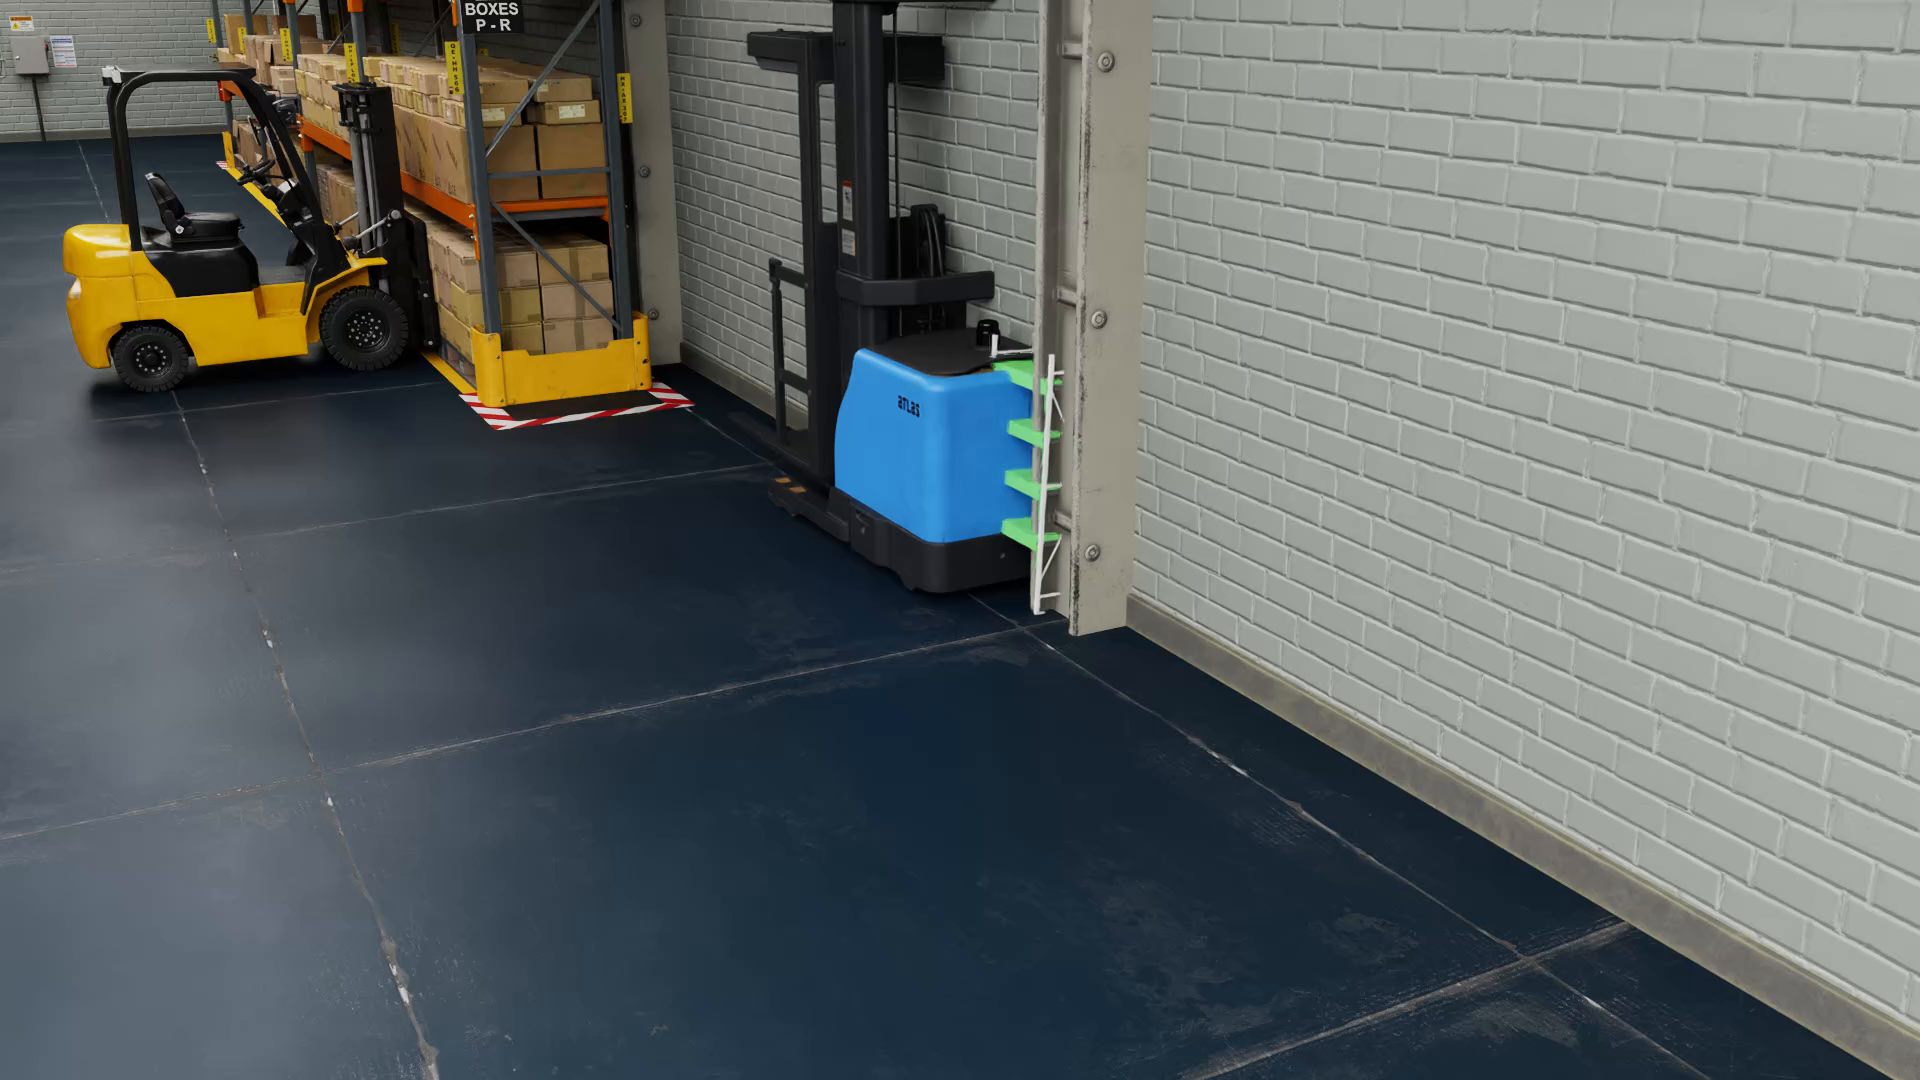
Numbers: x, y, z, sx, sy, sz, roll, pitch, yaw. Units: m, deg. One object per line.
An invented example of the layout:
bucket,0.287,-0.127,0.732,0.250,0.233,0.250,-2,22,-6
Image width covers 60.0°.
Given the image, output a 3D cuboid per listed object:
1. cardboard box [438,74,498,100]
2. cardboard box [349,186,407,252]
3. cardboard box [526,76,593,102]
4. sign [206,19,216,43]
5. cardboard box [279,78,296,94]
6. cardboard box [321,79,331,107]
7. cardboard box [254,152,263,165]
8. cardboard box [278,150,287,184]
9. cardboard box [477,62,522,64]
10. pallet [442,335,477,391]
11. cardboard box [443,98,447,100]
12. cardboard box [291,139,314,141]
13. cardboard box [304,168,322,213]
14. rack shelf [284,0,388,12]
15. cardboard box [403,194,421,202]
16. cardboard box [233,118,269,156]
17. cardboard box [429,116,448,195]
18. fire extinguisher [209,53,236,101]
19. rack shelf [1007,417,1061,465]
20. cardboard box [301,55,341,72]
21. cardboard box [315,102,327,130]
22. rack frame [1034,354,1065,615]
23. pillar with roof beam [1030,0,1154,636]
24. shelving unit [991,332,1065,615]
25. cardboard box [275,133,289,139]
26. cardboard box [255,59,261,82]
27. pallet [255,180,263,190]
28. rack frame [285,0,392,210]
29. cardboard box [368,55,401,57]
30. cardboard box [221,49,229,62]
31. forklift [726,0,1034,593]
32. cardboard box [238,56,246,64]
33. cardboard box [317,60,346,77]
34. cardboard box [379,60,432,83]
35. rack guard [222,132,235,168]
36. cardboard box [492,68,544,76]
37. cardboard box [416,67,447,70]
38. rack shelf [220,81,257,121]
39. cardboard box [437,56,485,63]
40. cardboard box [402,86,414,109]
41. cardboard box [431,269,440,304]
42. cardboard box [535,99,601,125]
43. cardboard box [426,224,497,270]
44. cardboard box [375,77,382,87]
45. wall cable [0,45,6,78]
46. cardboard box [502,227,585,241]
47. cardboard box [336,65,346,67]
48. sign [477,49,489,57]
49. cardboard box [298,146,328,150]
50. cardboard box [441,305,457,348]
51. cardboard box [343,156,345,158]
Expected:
cardboard box,-3.408,-3.155,11.572,0.380,0.149,0.250,-9,21,-25
cardboard box,-5.279,-3.049,15.867,0.875,0.625,0.625,-10,22,-27
cardboard box,-2.732,-3.077,11.347,0.380,0.149,0.250,-10,22,-28
sign,-10.836,-7.371,24.068,0.100,0.325,0.005,-10,21,-27
cardboard box,-7.209,-4.959,18.144,0.380,0.149,0.250,-10,21,-26
cardboard box,-5.829,-4.310,15.987,0.500,0.250,0.500,-10,21,-26
cardboard box,-9.151,-5.021,22.131,0.396,0.266,0.258,-9,21,-25
cardboard box,-7.932,-4.446,20.105,0.500,0.500,0.500,-11,22,-28
cardboard box,-3.663,-3.678,13.089,0.380,0.149,0.250,-10,22,-27
pallet,-3.160,-1.348,12.214,1.003,0.211,1.213,-10,21,-27
cardboard box,-3.388,-3.016,11.625,0.380,0.149,0.250,-10,21,-26
cardboard box,-7.847,-4.712,19.883,0.380,0.149,0.250,-9,21,-25
cardboard box,-6.949,-3.855,18.392,0.500,0.500,0.500,-9,21,-25
rack shelf,-5.610,-5.253,15.762,1.077,0.370,4.000,-10,21,-27
cardboard box,-4.706,-2.785,14.143,0.500,0.250,0.500,-10,22,-27
cardboard box,-10.151,-5.874,24.240,0.797,0.503,0.637,-11,22,-29
cardboard box,-3.463,-2.751,11.853,0.500,0.500,0.500,-9,21,-25
fire extinguisher,-10.835,-6.804,24.441,0.296,0.674,0.183,-10,21,-27
rack shelf,0.358,-0.482,7.612,0.258,0.148,0.480,-7,20,-29
cardboard box,-6.539,-4.890,17.057,0.380,0.149,0.250,-9,21,-25
cardboard box,-6.078,-4.222,16.497,0.500,0.250,0.500,-11,22,-28
rack frame,0.470,-0.246,7.462,0.240,1.200,0.015,-7,20,-29
pillar with roof beam,-3.237,-3.239,4.223,9.100,9.000,0.400,-10,21,-27
shelving unit,0.350,-0.314,7.664,0.258,1.200,0.503,-7,20,-29
cardboard box,-8.323,-5.010,20.745,0.380,0.149,0.250,-11,22,-28
cardboard box,-8.137,-5.575,19.751,0.396,0.266,0.258,-9,21,-24
pallet,-8.784,-4.777,22.152,1.003,0.211,1.213,-10,21,-27
rack frame,-6.559,-4.750,17.798,1.000,3.000,0.127,-10,21,-27
cardboard box,-5.935,-4.900,17.085,0.380,0.149,0.250,-10,21,-27
cardboard box,-10.140,-6.799,23.511,0.500,0.250,0.500,-10,21,-26
forklift,-0.408,-1.574,8.699,1.130,2.935,3.031,-10,22,-27
cardboard box,-9.166,-6.218,21.825,0.500,0.250,0.500,-10,21,-26
cardboard box,-6.045,-4.598,16.209,0.380,0.149,0.250,-9,21,-26
cardboard box,-4.405,-3.736,13.255,0.380,0.149,0.250,-9,21,-25
rack guard,-10.322,-5.843,24.797,1.175,0.500,0.348,-10,21,-27
cardboard box,-3.216,-3.376,12.213,0.380,0.149,0.250,-9,21,-25
cardboard box,-3.849,-3.457,12.448,0.380,0.149,0.250,-10,21,-26
rack shelf,-9.408,-6.132,22.906,1.077,0.370,4.000,-10,21,-27
cardboard box,-4.160,-3.973,13.942,0.380,0.149,0.250,-11,22,-28
cardboard box,-4.023,-3.376,12.669,0.380,0.149,0.250,-10,22,-28
cardboard box,-3.759,-1.970,12.547,0.500,0.250,0.500,-11,22,-28
cardboard box,-2.693,-2.945,11.419,0.380,0.149,0.250,-11,22,-28
cardboard box,-3.750,-2.197,12.440,0.500,0.250,0.500,-10,21,-26
cardboard box,-4.616,-3.749,13.750,0.380,0.149,0.250,-9,21,-25
wall cable,-16.180,-8.595,27.383,0.588,1.984,0.122,-10,21,-27
cardboard box,-3.062,-2.135,12.258,0.500,0.250,0.500,-10,21,-27
cardboard box,-5.537,-4.309,15.371,0.380,0.149,0.250,-11,22,-28
sign,-4.172,-4.134,14.566,0.100,0.325,0.005,-10,21,-27
cardboard box,-7.345,-4.415,19.020,0.380,0.149,0.250,-9,21,-25
cardboard box,-3.489,-1.582,12.189,0.500,0.250,0.500,-10,21,-27
cardboard box,-7.038,-4.570,19.472,0.380,0.149,0.250,-10,22,-28
